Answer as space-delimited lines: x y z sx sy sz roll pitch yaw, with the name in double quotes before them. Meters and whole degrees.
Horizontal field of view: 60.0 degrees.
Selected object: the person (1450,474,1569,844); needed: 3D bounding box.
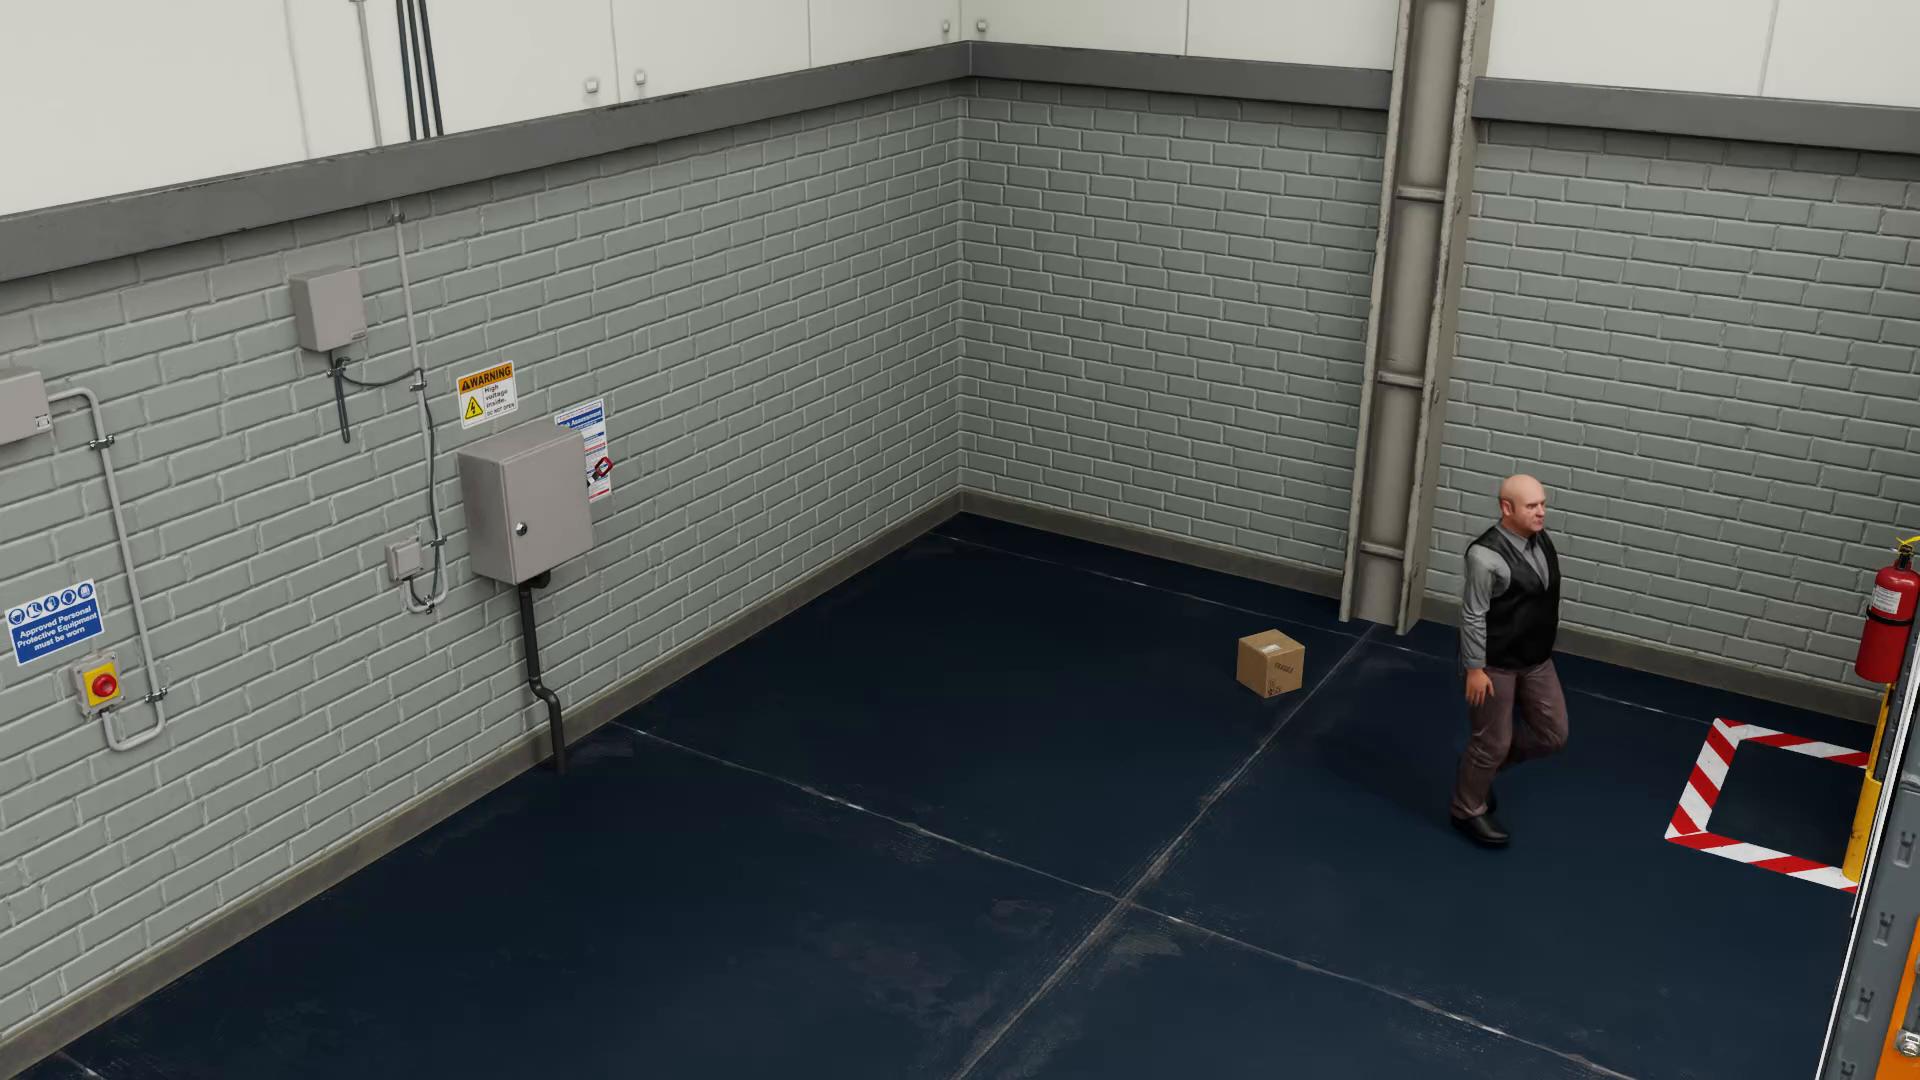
"person" 2.406 0.535 7.293 0.564 1.716 0.472 -17 28 -34
